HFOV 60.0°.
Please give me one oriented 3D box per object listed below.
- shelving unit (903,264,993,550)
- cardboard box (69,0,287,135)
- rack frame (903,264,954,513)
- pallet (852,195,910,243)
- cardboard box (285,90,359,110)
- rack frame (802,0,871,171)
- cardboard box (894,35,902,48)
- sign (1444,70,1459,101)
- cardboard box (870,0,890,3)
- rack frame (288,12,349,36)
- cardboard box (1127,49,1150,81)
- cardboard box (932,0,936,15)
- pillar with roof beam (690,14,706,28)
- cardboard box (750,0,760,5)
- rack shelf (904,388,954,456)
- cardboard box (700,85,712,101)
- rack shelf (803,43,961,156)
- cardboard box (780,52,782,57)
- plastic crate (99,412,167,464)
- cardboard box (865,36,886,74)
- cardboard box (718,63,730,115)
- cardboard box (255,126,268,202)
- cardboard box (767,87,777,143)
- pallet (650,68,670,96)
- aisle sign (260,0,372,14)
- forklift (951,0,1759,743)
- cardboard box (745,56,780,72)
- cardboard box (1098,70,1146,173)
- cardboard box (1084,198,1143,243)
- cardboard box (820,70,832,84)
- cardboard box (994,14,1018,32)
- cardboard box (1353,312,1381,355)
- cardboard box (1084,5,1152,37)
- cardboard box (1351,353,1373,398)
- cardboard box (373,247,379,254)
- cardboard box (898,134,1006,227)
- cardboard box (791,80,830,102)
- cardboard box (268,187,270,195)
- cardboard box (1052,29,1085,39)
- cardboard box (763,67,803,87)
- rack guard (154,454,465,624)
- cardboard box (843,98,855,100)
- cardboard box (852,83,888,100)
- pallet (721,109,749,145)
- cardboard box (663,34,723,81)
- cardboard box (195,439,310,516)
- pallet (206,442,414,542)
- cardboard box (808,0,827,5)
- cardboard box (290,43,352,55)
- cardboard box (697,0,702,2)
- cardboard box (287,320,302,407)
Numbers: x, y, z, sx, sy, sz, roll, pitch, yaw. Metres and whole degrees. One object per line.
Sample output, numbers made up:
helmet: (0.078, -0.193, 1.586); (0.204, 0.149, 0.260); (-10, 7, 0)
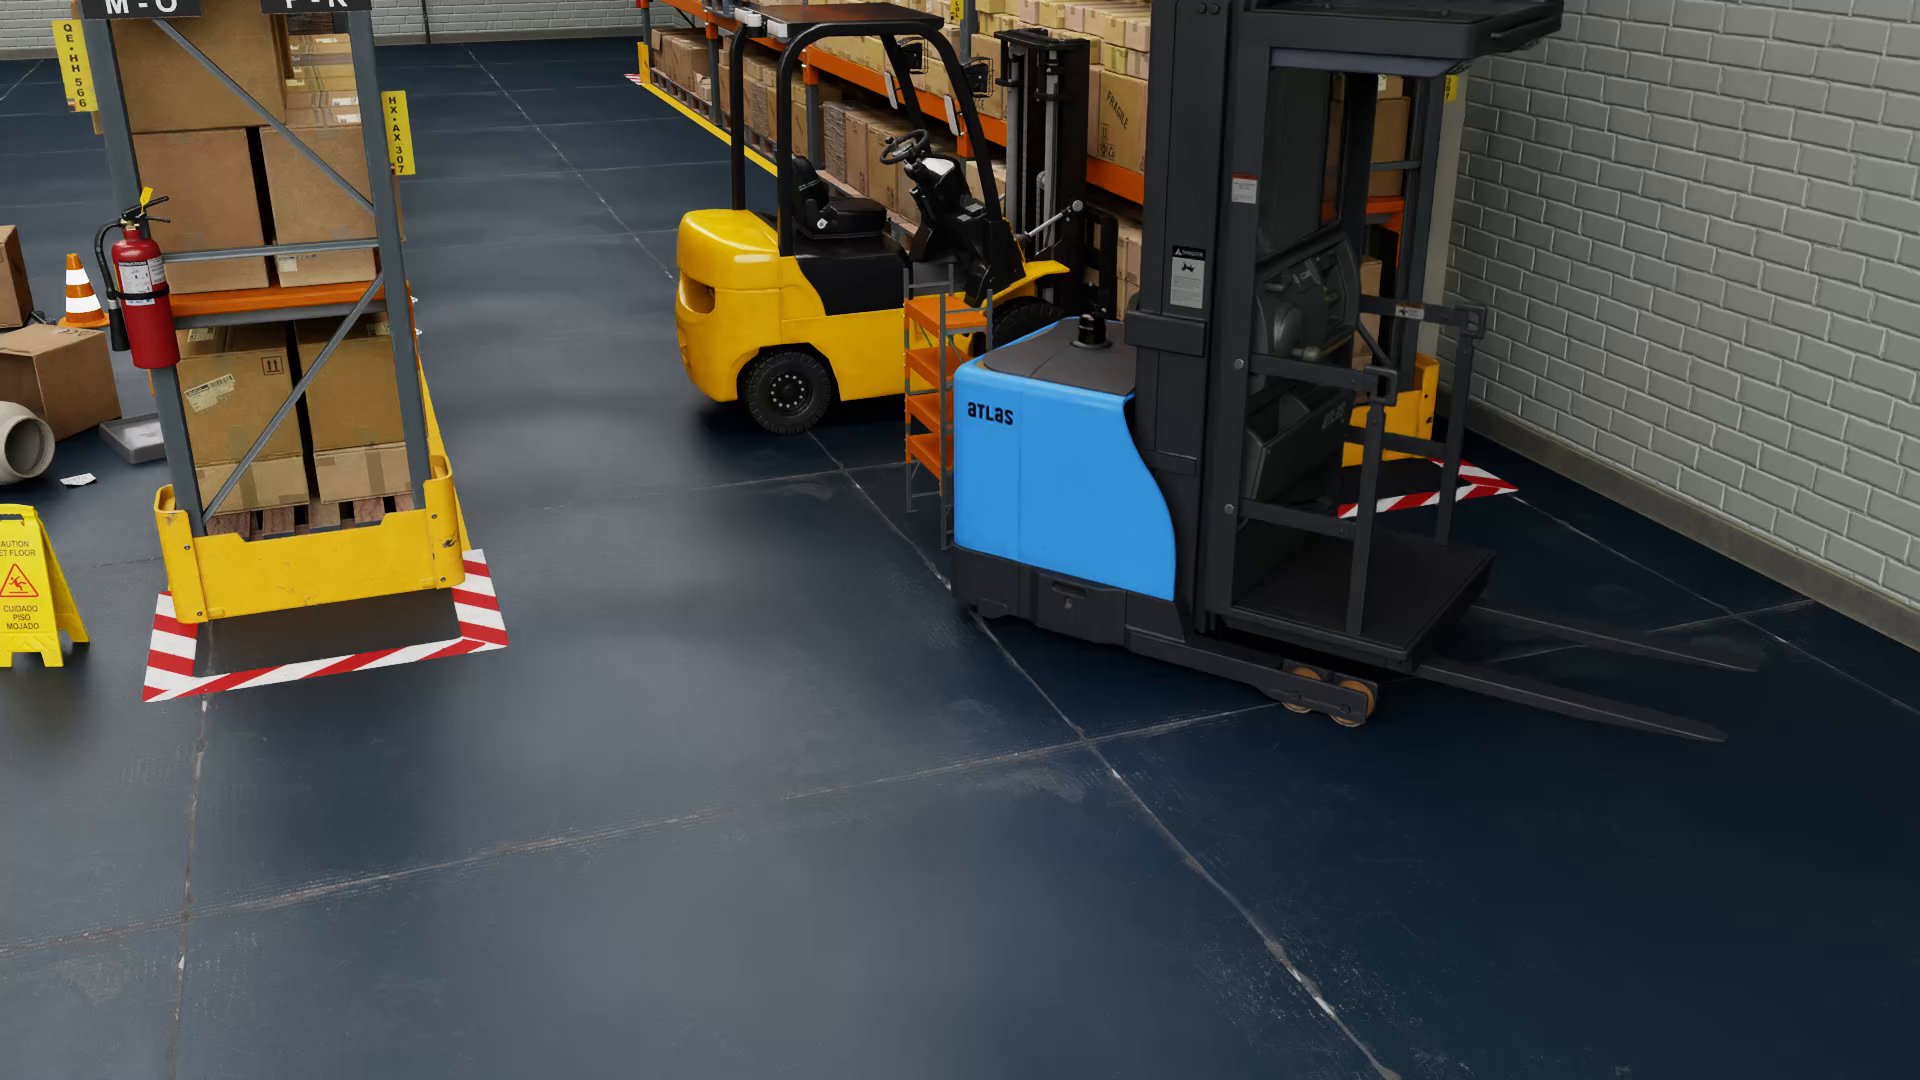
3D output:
shelving unit: (-0.059, -0.613, 7.660); (0.258, 1.200, 0.503); (-8, 24, -19)
cardboard box: (-3.127, -1.941, 6.693); (0.700, 0.500, 0.500); (-9, 24, -20)
rack frame: (-0.145, -0.702, 7.870); (0.240, 1.200, 0.015); (-8, 24, -19)
pallet: (-0.245, -2.698, 13.880); (1.003, 0.211, 1.213); (-8, 24, -19)
cardboard box: (-2.836, -1.722, 7.462); (0.500, 0.500, 0.500); (-8, 24, -17)
rack frame: (-0.926, -4.730, 15.111); (1.000, 3.000, 0.127); (-8, 24, -19)
cardboard box: (-0.290, -3.954, 12.818); (0.500, 0.250, 0.500); (-8, 24, -18)
sign: (2.421, -2.333, 8.206); (0.100, 0.325, 0.005); (-8, 24, -19)
cardboard box: (-0.487, -4.261, 13.035); (0.380, 0.149, 0.250); (-9, 24, -20)
rack frame: (-4.156, -2.594, 10.044); (1.000, 3.000, 0.127); (-8, 24, -19)
cardboard box: (1.147, -2.630, 9.163); (0.380, 0.149, 0.250); (-9, 25, -21)
cardboard box: (0.013, -3.903, 12.184); (0.380, 0.149, 0.250); (-8, 24, -19)
pillar with roof beam: (-7.889, -10.914, 22.059); (9.100, 9.000, 0.400); (-8, 24, -19)
cardboard box: (-1.676, -5.539, 16.356); (0.797, 0.503, 0.637); (-9, 24, -20)
rack shelf: (-0.059, -0.551, 7.686); (0.258, 0.148, 0.480); (-8, 24, -19)
cardboard box: (-2.811, -5.226, 19.416); (0.380, 0.149, 0.250); (-9, 25, -21)
rack shelf: (-0.220, -3.672, 13.526); (1.077, 0.370, 4.000); (-8, 24, -19)
cardboard box: (-1.748, -5.248, 18.182); (0.380, 0.149, 0.250); (-8, 24, -18)
plastic crate: (-4.368, -0.566, 8.990); (0.402, 0.080, 0.583); (-18, 29, -37)
cardboard box: (-0.455, -3.908, 13.353); (0.500, 0.250, 0.500); (-8, 24, -17)
cardboard box: (-2.379, -5.019, 18.473); (0.500, 0.500, 0.500); (-7, 24, -17)
cardboard box: (-3.538, -1.848, 7.762); (0.500, 0.500, 0.500); (-8, 24, -19)
cardboard box: (-1.631, -4.269, 16.695); (0.500, 0.500, 0.500); (-7, 24, -17)
pallet: (-3.443, -6.035, 21.797); (1.003, 0.211, 1.213); (-8, 24, -19)
aisle sign: (-2.431, -2.359, 6.138); (0.394, 0.787, 0.004); (-8, 24, -19)
forklift: (1.475, -0.899, 6.108); (3.031, 2.935, 1.130); (14, 27, 30)
cardboard box: (-2.081, -5.078, 17.778); (0.380, 0.149, 0.250); (-9, 24, -20)
cardboard box: (1.124, -2.388, 9.426); (0.500, 0.500, 0.500); (-9, 24, -20)
cardboard box: (0.900, -1.887, 10.077); (0.500, 0.250, 0.500); (-9, 24, -20)
cardboard box: (-1.197, -4.682, 16.840); (0.380, 0.149, 0.250); (-9, 24, -20)
cardboard box: (0.446, -3.376, 10.934); (0.380, 0.149, 0.250); (-8, 24, -18)
cardboard box: (1.928, -1.180, 9.043); (0.500, 0.250, 0.500); (-8, 24, -18)
cardboard box: (0.956, -3.057, 9.794); (0.380, 0.149, 0.250); (-8, 24, -19)
cardboard box: (1.909, -0.955, 9.154); (0.500, 0.250, 0.500); (-8, 24, -19)
cardboard box: (-2.789, -1.374, 7.472); (0.380, 0.149, 0.250); (-9, 25, -21)
cardboard box: (0.025, -2.847, 13.160); (0.875, 0.625, 0.625); (-9, 24, -20)
cardboard box: (-1.463, -4.310, 15.957); (0.380, 0.149, 0.250); (-10, 25, -22)
cardboard box: (-3.597, -1.690, 8.221); (0.380, 0.149, 0.250); (-8, 24, -19)
cardboard box: (0.778, -3.001, 10.044); (0.380, 0.149, 0.250); (-9, 25, -21)
cardboard box: (-1.780, -4.701, 16.884); (0.380, 0.149, 0.250); (-10, 25, -22)
rack guard: (-2.769, -0.017, 7.146); (1.175, 0.500, 0.348); (-8, 24, -19)
cardboard box: (-0.813, -3.964, 15.969); (0.500, 0.500, 0.500); (-7, 24, -17)
cardboard box: (-0.819, -4.303, 15.940); (0.380, 0.149, 0.250); (-7, 24, -16)
pallet: (-2.017, -4.608, 18.412); (1.003, 0.211, 1.213); (-8, 24, -19)
cardboard box: (-3.360, -6.128, 21.104); (0.700, 0.500, 0.500); (-7, 24, -17)
cardboard box: (-3.288, -0.333, 7.678); (0.500, 0.250, 0.500); (-8, 24, -19)
pallet: (-3.023, -0.184, 7.914); (1.003, 0.211, 1.213); (-8, 24, -19)
cardboard box: (-1.022, -4.693, 14.573); (0.500, 0.250, 0.500); (-8, 24, -19)
cardboard box: (-3.578, -2.464, 9.223); (0.500, 0.500, 0.500); (-8, 24, -17)
cardboard box: (-2.801, -6.241, 19.018); (0.380, 0.149, 0.250); (-8, 24, -18)
cardboard box: (-3.457, -0.858, 7.957); (0.500, 0.500, 0.500); (-7, 24, -17)
